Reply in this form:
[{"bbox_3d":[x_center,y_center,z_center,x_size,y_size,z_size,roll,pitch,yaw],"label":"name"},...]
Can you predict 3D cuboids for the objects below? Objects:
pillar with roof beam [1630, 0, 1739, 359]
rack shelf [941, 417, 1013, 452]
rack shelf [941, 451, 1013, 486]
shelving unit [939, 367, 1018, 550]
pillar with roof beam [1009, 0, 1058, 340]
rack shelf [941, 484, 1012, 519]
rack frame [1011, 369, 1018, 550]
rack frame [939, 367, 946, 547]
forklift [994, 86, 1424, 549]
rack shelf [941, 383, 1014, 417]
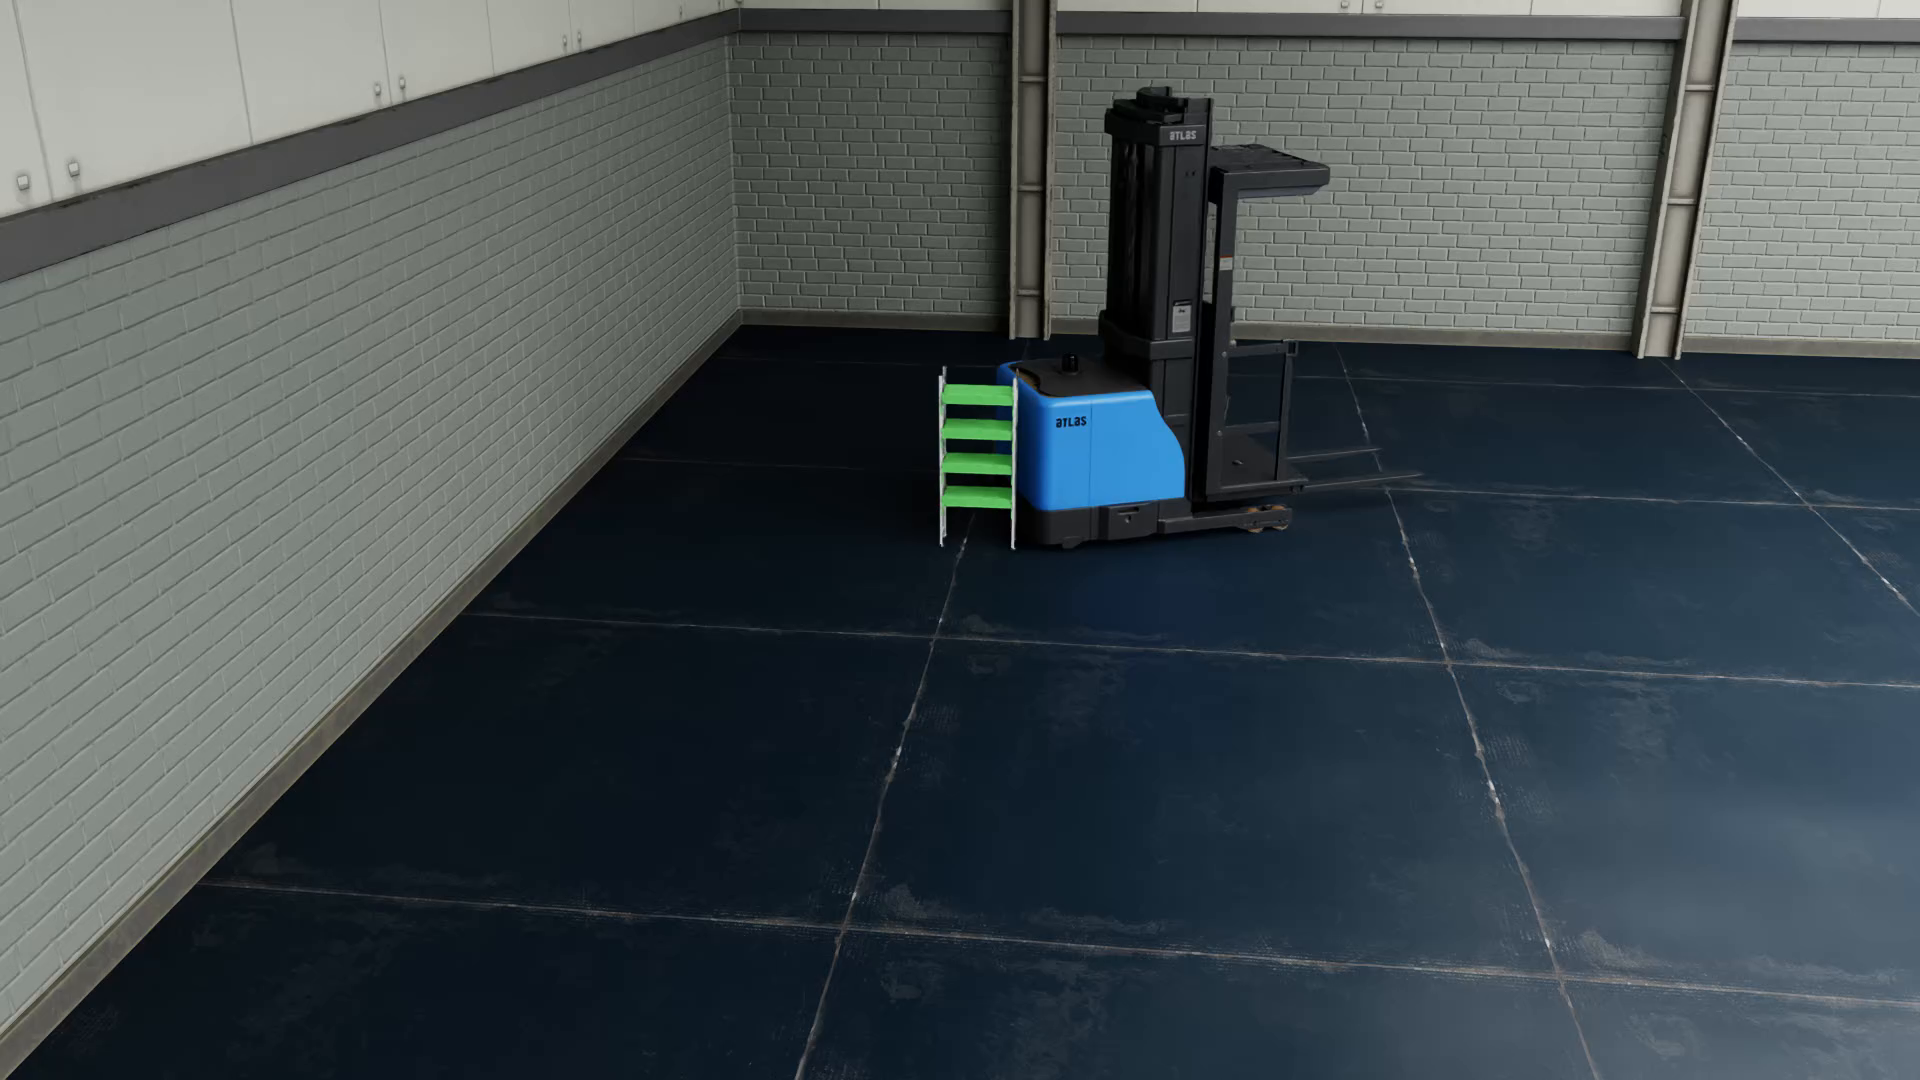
[{"bbox_3d":[6.149,-4.391,10.307,0.400,9.000,9.100,2,22,6],"label":"pillar with roof beam"},{"bbox_3d":[0.125,-0.709,11.122,0.480,0.148,0.258,2,22,6],"label":"rack shelf"},{"bbox_3d":[0.125,-0.486,11.211,0.480,0.148,0.258,2,22,6],"label":"rack shelf"},{"bbox_3d":[0.125,-0.545,11.187,0.503,1.200,0.258,2,22,6],"label":"shelving unit"},{"bbox_3d":[0.191,-4.651,10.964,0.400,9.000,9.100,2,22,6],"label":"pillar with roof beam"},{"bbox_3d":[0.125,-0.263,11.299,0.480,0.148,0.258,2,22,6],"label":"rack shelf"},{"bbox_3d":[0.368,-0.536,11.163,0.015,1.200,0.240,2,22,6],"label":"rack frame"},{"bbox_3d":[-0.118,-0.555,11.211,0.015,1.200,0.240,2,22,6],"label":"rack frame"},{"bbox_3d":[1.818,-1.593,11.483,3.031,2.935,1.130,-6,22,-15],"label":"forklift"},{"bbox_3d":[0.125,-0.932,11.034,0.480,0.148,0.258,2,22,6],"label":"rack shelf"}]
